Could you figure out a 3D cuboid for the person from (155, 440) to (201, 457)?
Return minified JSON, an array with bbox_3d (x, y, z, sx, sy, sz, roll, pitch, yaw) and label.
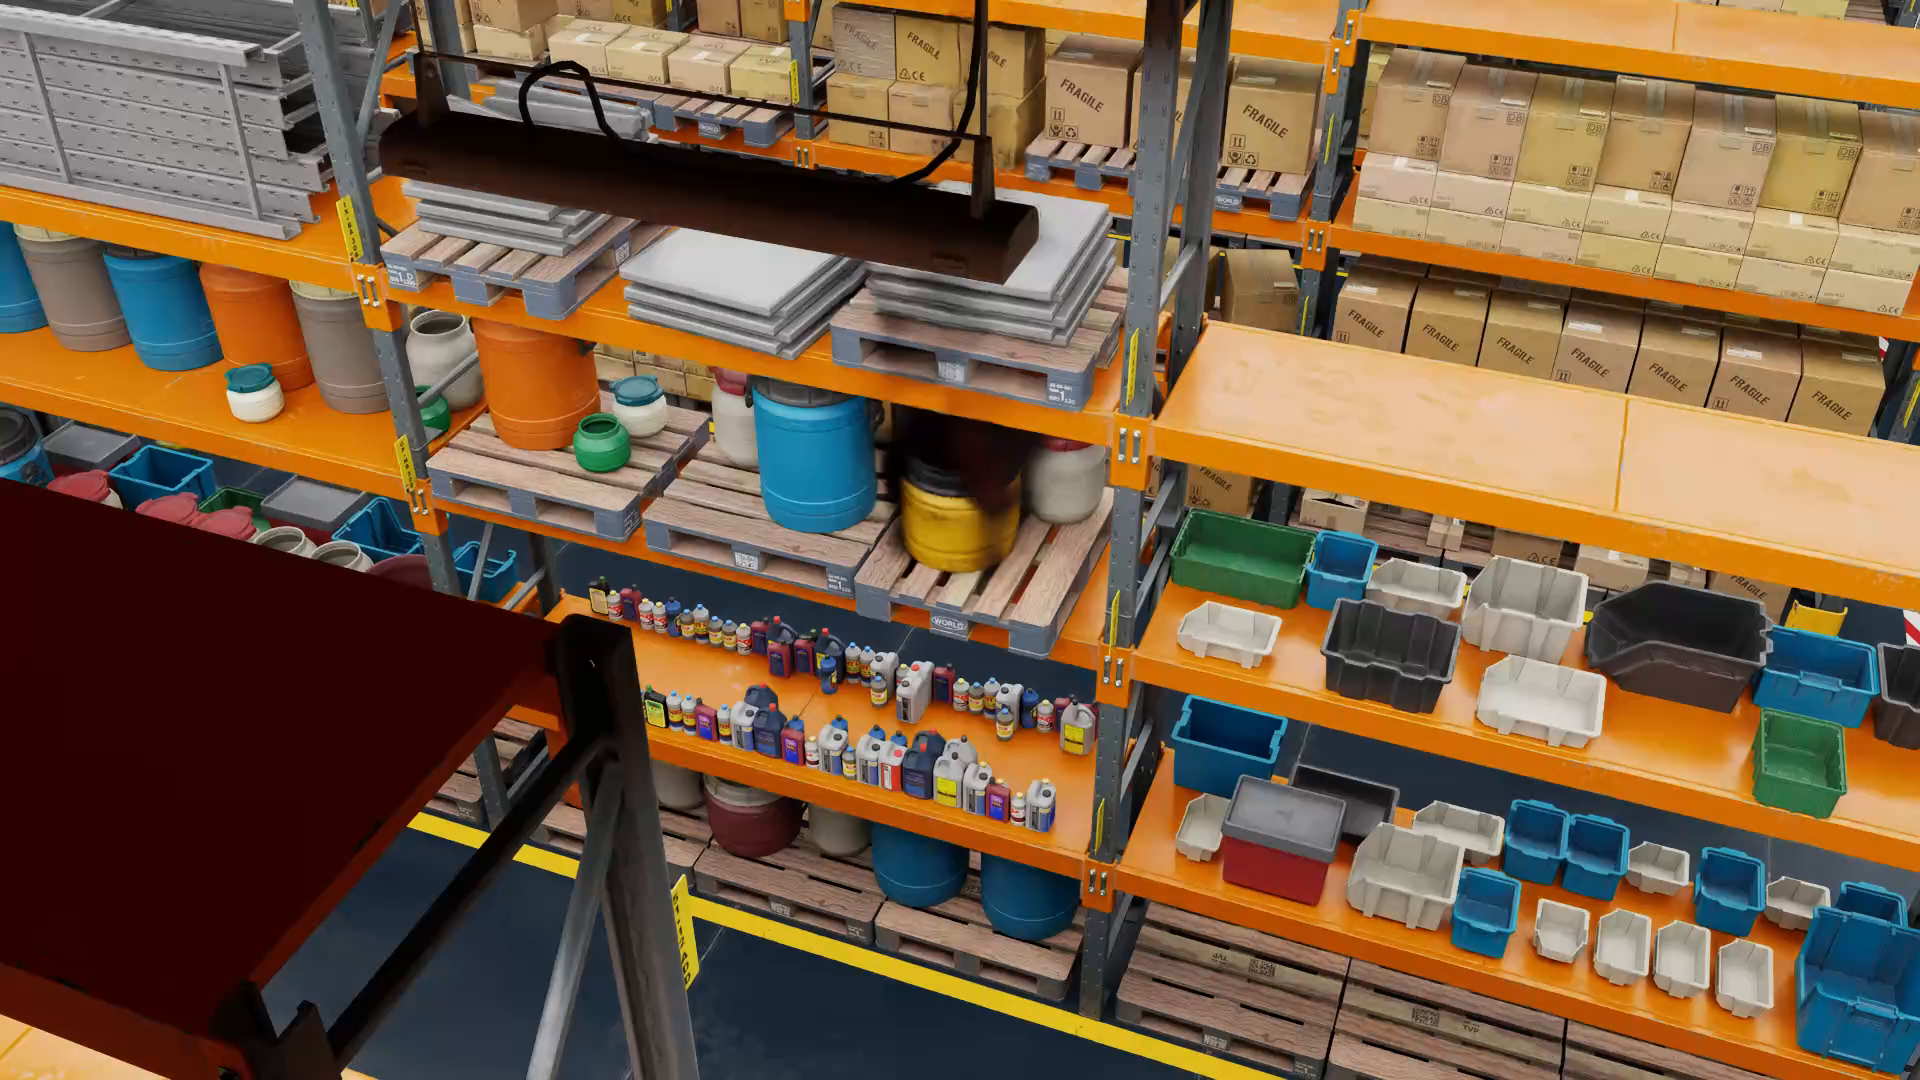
[{"bbox_3d":[-6.061,-0.807,13.017,0.785,1.757,0.714,16,39,20],"label":"person"}]
